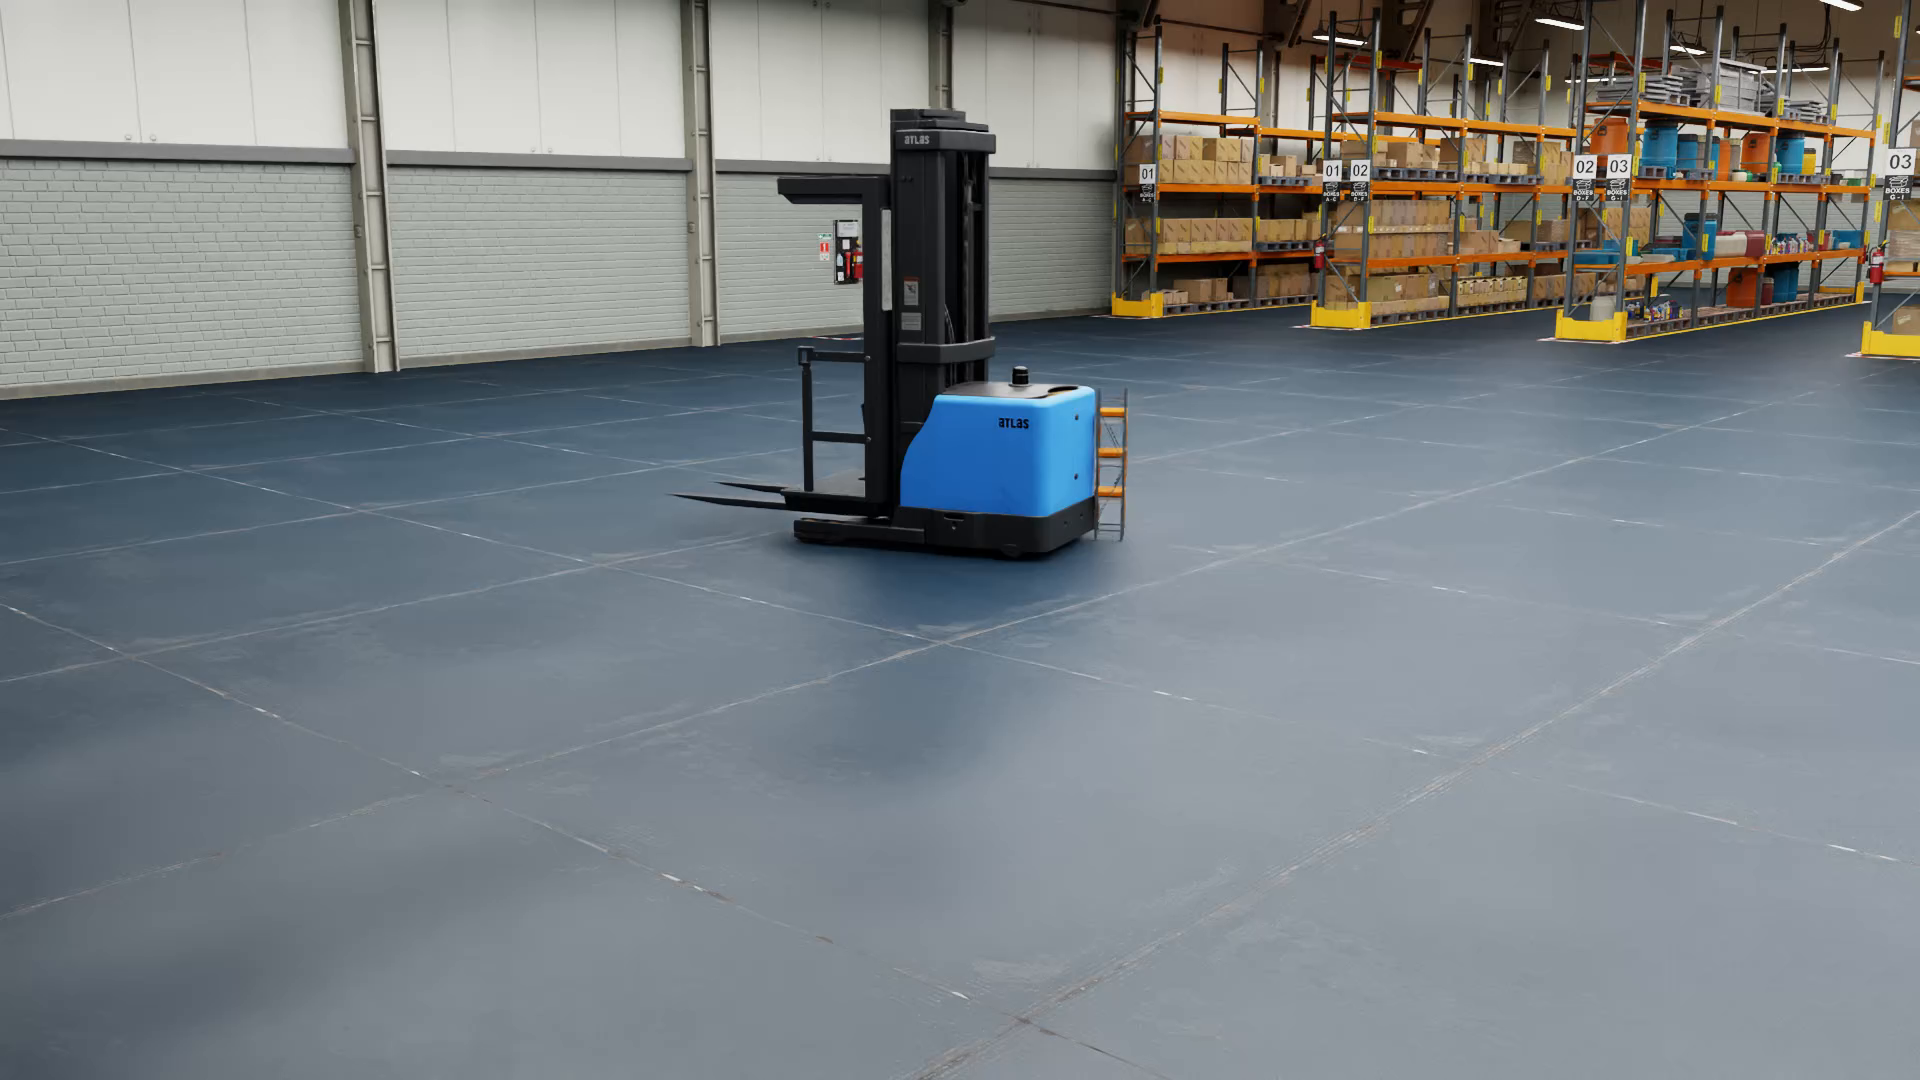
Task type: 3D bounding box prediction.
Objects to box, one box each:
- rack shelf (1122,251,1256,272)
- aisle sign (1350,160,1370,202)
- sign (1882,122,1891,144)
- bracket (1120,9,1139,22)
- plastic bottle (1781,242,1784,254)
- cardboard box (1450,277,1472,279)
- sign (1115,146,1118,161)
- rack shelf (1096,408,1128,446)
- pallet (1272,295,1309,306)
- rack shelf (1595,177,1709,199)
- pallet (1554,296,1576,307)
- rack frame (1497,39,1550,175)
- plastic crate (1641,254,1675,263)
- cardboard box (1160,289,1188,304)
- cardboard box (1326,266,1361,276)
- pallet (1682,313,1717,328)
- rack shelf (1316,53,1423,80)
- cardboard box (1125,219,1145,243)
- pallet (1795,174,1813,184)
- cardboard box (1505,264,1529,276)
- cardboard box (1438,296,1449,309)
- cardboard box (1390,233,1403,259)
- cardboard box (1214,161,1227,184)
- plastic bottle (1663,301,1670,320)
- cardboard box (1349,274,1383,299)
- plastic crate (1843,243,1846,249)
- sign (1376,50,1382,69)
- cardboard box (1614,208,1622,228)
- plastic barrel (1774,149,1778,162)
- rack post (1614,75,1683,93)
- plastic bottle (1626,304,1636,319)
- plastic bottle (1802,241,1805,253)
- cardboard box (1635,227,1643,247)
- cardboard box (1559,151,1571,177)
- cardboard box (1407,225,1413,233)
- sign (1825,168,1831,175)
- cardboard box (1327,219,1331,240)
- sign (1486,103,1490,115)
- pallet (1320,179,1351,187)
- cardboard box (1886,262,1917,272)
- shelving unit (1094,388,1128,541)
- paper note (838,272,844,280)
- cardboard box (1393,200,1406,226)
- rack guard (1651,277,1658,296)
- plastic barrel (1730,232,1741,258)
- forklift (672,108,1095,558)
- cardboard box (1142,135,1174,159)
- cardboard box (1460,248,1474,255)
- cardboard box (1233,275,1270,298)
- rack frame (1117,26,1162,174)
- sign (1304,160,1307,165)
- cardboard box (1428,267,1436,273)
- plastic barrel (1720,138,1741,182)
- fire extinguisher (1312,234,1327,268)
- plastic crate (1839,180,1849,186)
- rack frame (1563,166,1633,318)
[{"bbox_3d":[5.108,-6.266,37.263,1.077,0.370,4.000,10,15,40],"label":"rack shelf"},{"bbox_3d":[7.698,-6.910,32.014,0.394,0.787,0.004,10,15,40],"label":"aisle sign"},{"bbox_3d":[14.546,-6.383,26.093,0.100,0.325,0.005,10,15,40],"label":"sign"},{"bbox_3d":[3.593,-11.140,35.319,0.235,0.232,0.430,10,15,40],"label":"bracket"},{"bbox_3d":[17.898,-6.363,36.239,0.097,0.271,0.097,0,11,0],"label":"plastic bottle"},{"bbox_3d":[11.208,-5.726,37.240,0.500,0.311,0.500,10,15,40],"label":"cardboard box"},{"bbox_3d":[3.384,-8.305,35.713,0.100,0.325,0.005,10,15,40],"label":"sign"},{"bbox_3d":[1.063,-0.800,11.633,0.215,0.259,0.240,2,11,6],"label":"rack shelf"},{"bbox_3d":[7.746,-5.841,40.416,1.003,0.211,1.213,10,15,40],"label":"pallet"},{"bbox_3d":[12.550,-6.456,30.556,1.077,0.370,4.000,10,15,40],"label":"rack shelf"},{"bbox_3d":[14.119,-5.778,40.101,1.003,0.211,1.213,10,15,40],"label":"pallet"},{"bbox_3d":[12.792,-9.804,37.821,1.000,3.000,0.127,10,15,40],"label":"rack frame"},{"bbox_3d":[12.988,-5.231,30.918,0.530,0.136,0.437,10,15,40],"label":"plastic crate"},{"bbox_3d":[4.688,-5.396,36.811,0.500,0.311,0.500,-11,15,-43],"label":"cardboard box"},{"bbox_3d":[9.652,-6.745,42.238,0.750,0.750,0.750,10,15,40],"label":"cardboard box"},{"bbox_3d":[14.359,-4.385,33.129,1.003,0.211,1.213,10,15,40],"label":"pallet"},{"bbox_3d":[10.389,-12.015,42.243,1.077,0.370,4.000,10,15,40],"label":"rack shelf"},{"bbox_3d":[3.939,-6.726,36.143,0.500,0.500,0.500,10,15,40],"label":"cardboard box"},{"bbox_3d":[17.960,-7.892,36.392,1.003,0.211,1.213,10,15,40],"label":"pallet"},{"bbox_3d":[13.267,-6.396,39.421,0.500,0.250,0.500,11,15,42],"label":"cardboard box"},{"bbox_3d":[10.010,-5.034,35.207,0.500,0.250,0.500,10,15,40],"label":"cardboard box"},{"bbox_3d":[8.504,-5.951,33.593,0.700,0.500,0.500,10,15,41],"label":"cardboard box"},{"bbox_3d":[5.600,-8.178,37.031,0.500,0.500,0.500,9,14,38],"label":"cardboard box"},{"bbox_3d":[13.321,-4.341,31.429,0.144,0.351,0.185,10,15,40],"label":"plastic bottle"},{"bbox_3d":[8.291,-5.177,34.004,0.500,0.500,0.500,10,15,40],"label":"cardboard box"},{"bbox_3d":[21.187,-7.114,40.190,0.396,0.136,0.243,10,15,40],"label":"plastic crate"},{"bbox_3d":[7.924,-9.090,31.457,0.100,0.325,0.005,10,15,40],"label":"sign"},{"bbox_3d":[16.295,-8.099,41.792,0.500,0.500,0.500,9,15,39],"label":"cardboard box"},{"bbox_3d":[17.567,-8.245,36.254,0.433,0.535,0.433,0,11,0],"label":"plastic barrel"},{"bbox_3d":[12.485,-8.238,30.173,0.937,0.300,0.954,9,15,39],"label":"rack post"},{"bbox_3d":[12.748,-4.342,31.621,0.152,0.276,0.135,10,15,40],"label":"plastic bottle"},{"bbox_3d":[18.892,-6.595,37.389,0.152,0.276,0.135,10,15,40],"label":"plastic bottle"},{"bbox_3d":[17.308,-7.837,43.037,0.500,0.500,0.500,10,15,41],"label":"cardboard box"},{"bbox_3d":[14.166,-8.964,39.692,0.600,0.600,0.600,9,14,38],"label":"cardboard box"},{"bbox_3d":[8.947,-6.308,33.723,0.380,0.149,0.250,10,15,41],"label":"cardboard box"},{"bbox_3d":[19.563,-8.213,37.493,0.100,0.325,0.005,10,15,40],"label":"sign"},{"bbox_3d":[8.766,-7.696,41.206,0.700,0.500,0.500,8,14,34],"label":"cardboard box"},{"bbox_3d":[14.748,-12.045,46.456,0.100,0.325,0.005,10,15,40],"label":"sign"},{"bbox_3d":[9.454,-8.982,41.845,1.213,0.211,1.003,11,16,43],"label":"pallet"},{"bbox_3d":[14.983,-4.349,26.468,0.380,0.149,0.250,10,15,40],"label":"cardboard box"},{"bbox_3d":[1.061,-0.532,11.685,0.215,1.050,0.252,2,11,6],"label":"shelving unit"},{"bbox_3d":[-2.189,-4.849,30.580,0.016,0.148,0.142,10,15,40],"label":"paper note"},{"bbox_3d":[8.539,-6.597,33.516,0.700,0.500,0.500,10,15,41],"label":"cardboard box"},{"bbox_3d":[18.023,-6.802,44.490,1.175,0.500,0.348,10,15,40],"label":"rack guard"},{"bbox_3d":[15.714,-6.035,33.982,0.421,0.512,0.421,0,11,0],"label":"plastic barrel"},{"bbox_3d":[-0.606,-1.491,11.693,3.031,2.935,1.130,5,12,24],"label":"forklift"},{"bbox_3d":[4.224,-8.370,35.442,0.500,0.500,0.500,8,14,36],"label":"cardboard box"},{"bbox_3d":[10.890,-6.254,36.007,0.380,0.149,0.250,10,15,40],"label":"cardboard box"},{"bbox_3d":[6.901,-6.014,39.420,0.700,0.500,0.500,10,15,42],"label":"cardboard box"},{"bbox_3d":[3.788,-9.267,35.131,1.000,3.000,0.127,10,15,40],"label":"rack frame"},{"bbox_3d":[8.657,-9.338,41.625,0.100,0.325,0.005,10,15,40],"label":"sign"},{"bbox_3d":[12.614,-7.241,45.615,0.700,0.500,0.500,10,15,40],"label":"cardboard box"},{"bbox_3d":[15.805,-7.845,34.392,0.600,0.901,0.600,0,11,0],"label":"plastic barrel"},{"bbox_3d":[7.084,-5.690,32.736,0.296,0.674,0.183,10,15,40],"label":"fire extinguisher"},{"bbox_3d":[20.614,-8.403,39.141,0.437,0.136,0.530,10,15,40],"label":"plastic crate"},{"bbox_3d":[11.230,-5.044,29.306,1.000,3.000,0.127,10,15,40],"label":"rack frame"}]
